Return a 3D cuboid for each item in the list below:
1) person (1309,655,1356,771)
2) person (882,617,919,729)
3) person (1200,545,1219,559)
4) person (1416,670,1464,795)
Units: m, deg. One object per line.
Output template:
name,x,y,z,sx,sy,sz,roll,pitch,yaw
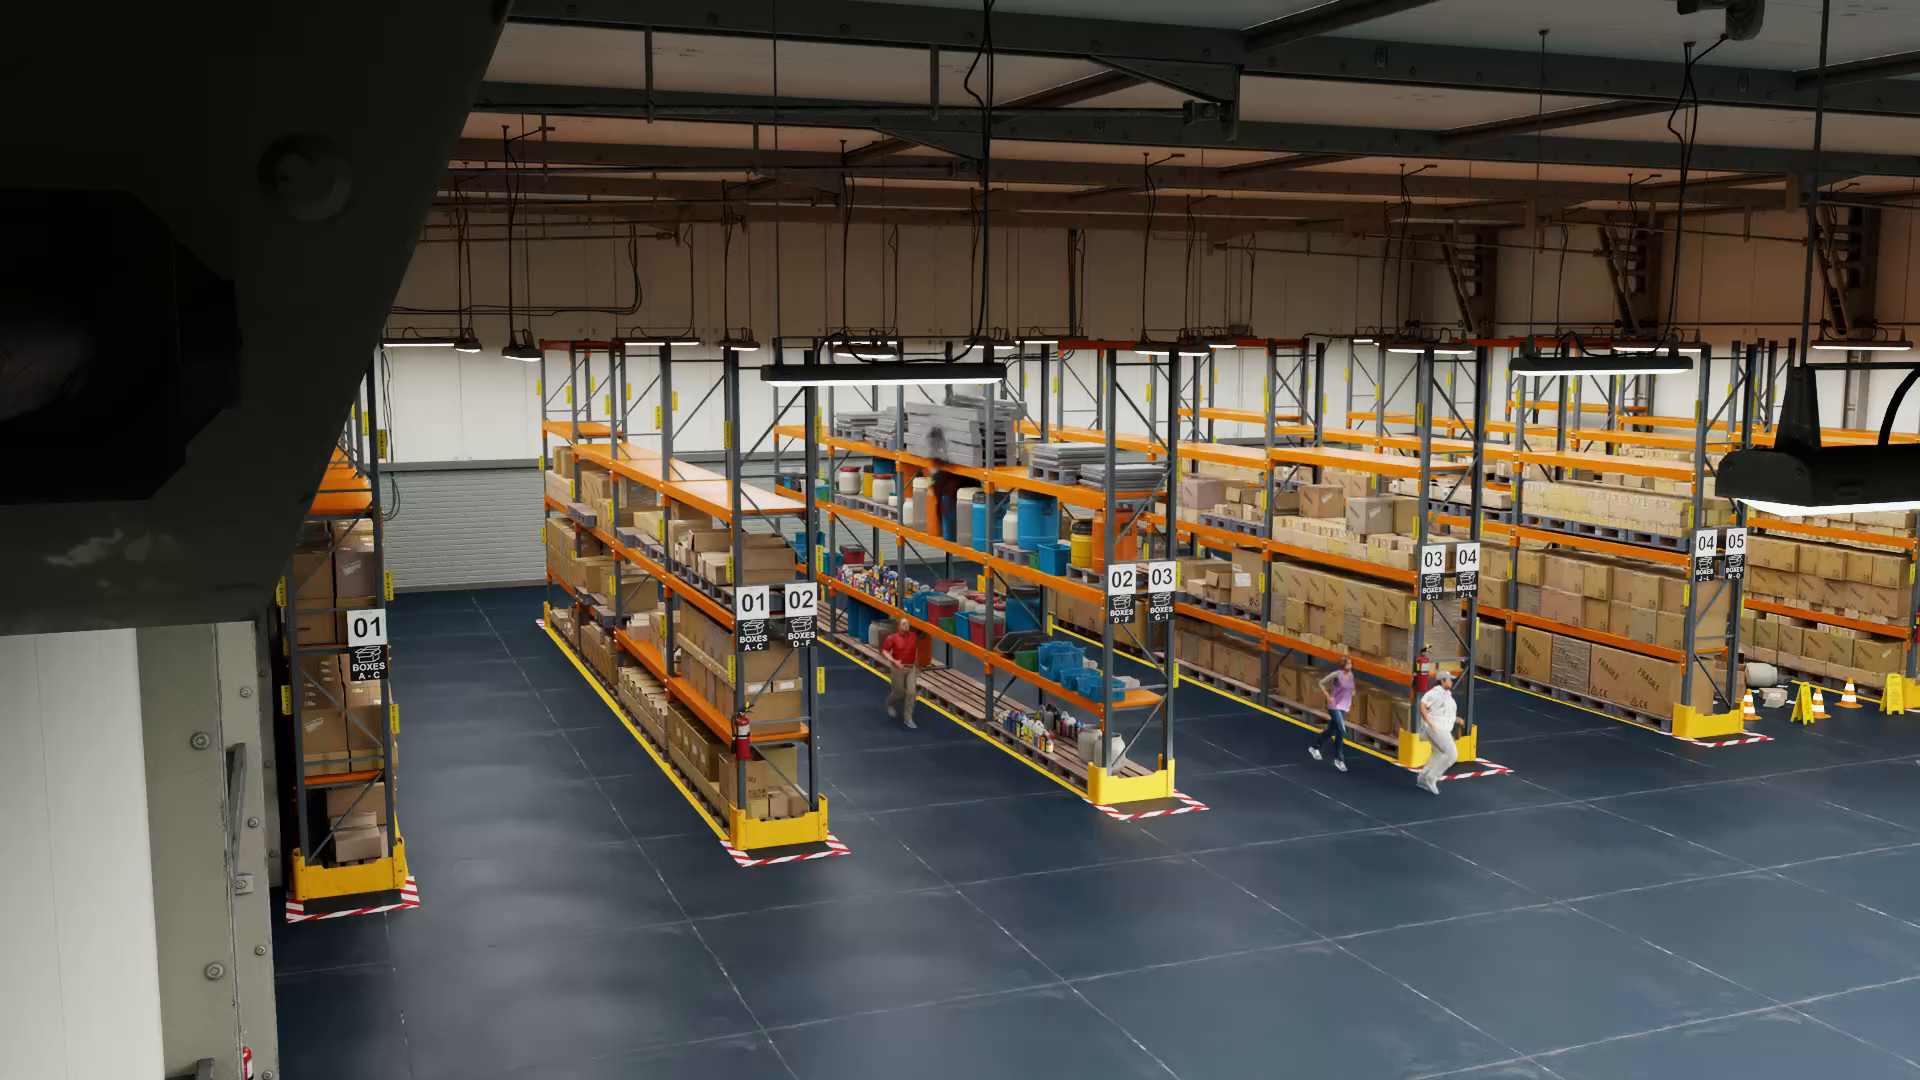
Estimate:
person,5.421,2.457,23.947,0.529,1.636,0.735,-6,10,-39
person,-0.920,2.073,26.370,0.666,1.721,0.841,-4,8,-25
person,6.173,-0.006,42.020,0.985,1.772,0.712,-4,8,-27
person,6.545,2.600,22.611,0.575,1.637,0.664,4,8,29
